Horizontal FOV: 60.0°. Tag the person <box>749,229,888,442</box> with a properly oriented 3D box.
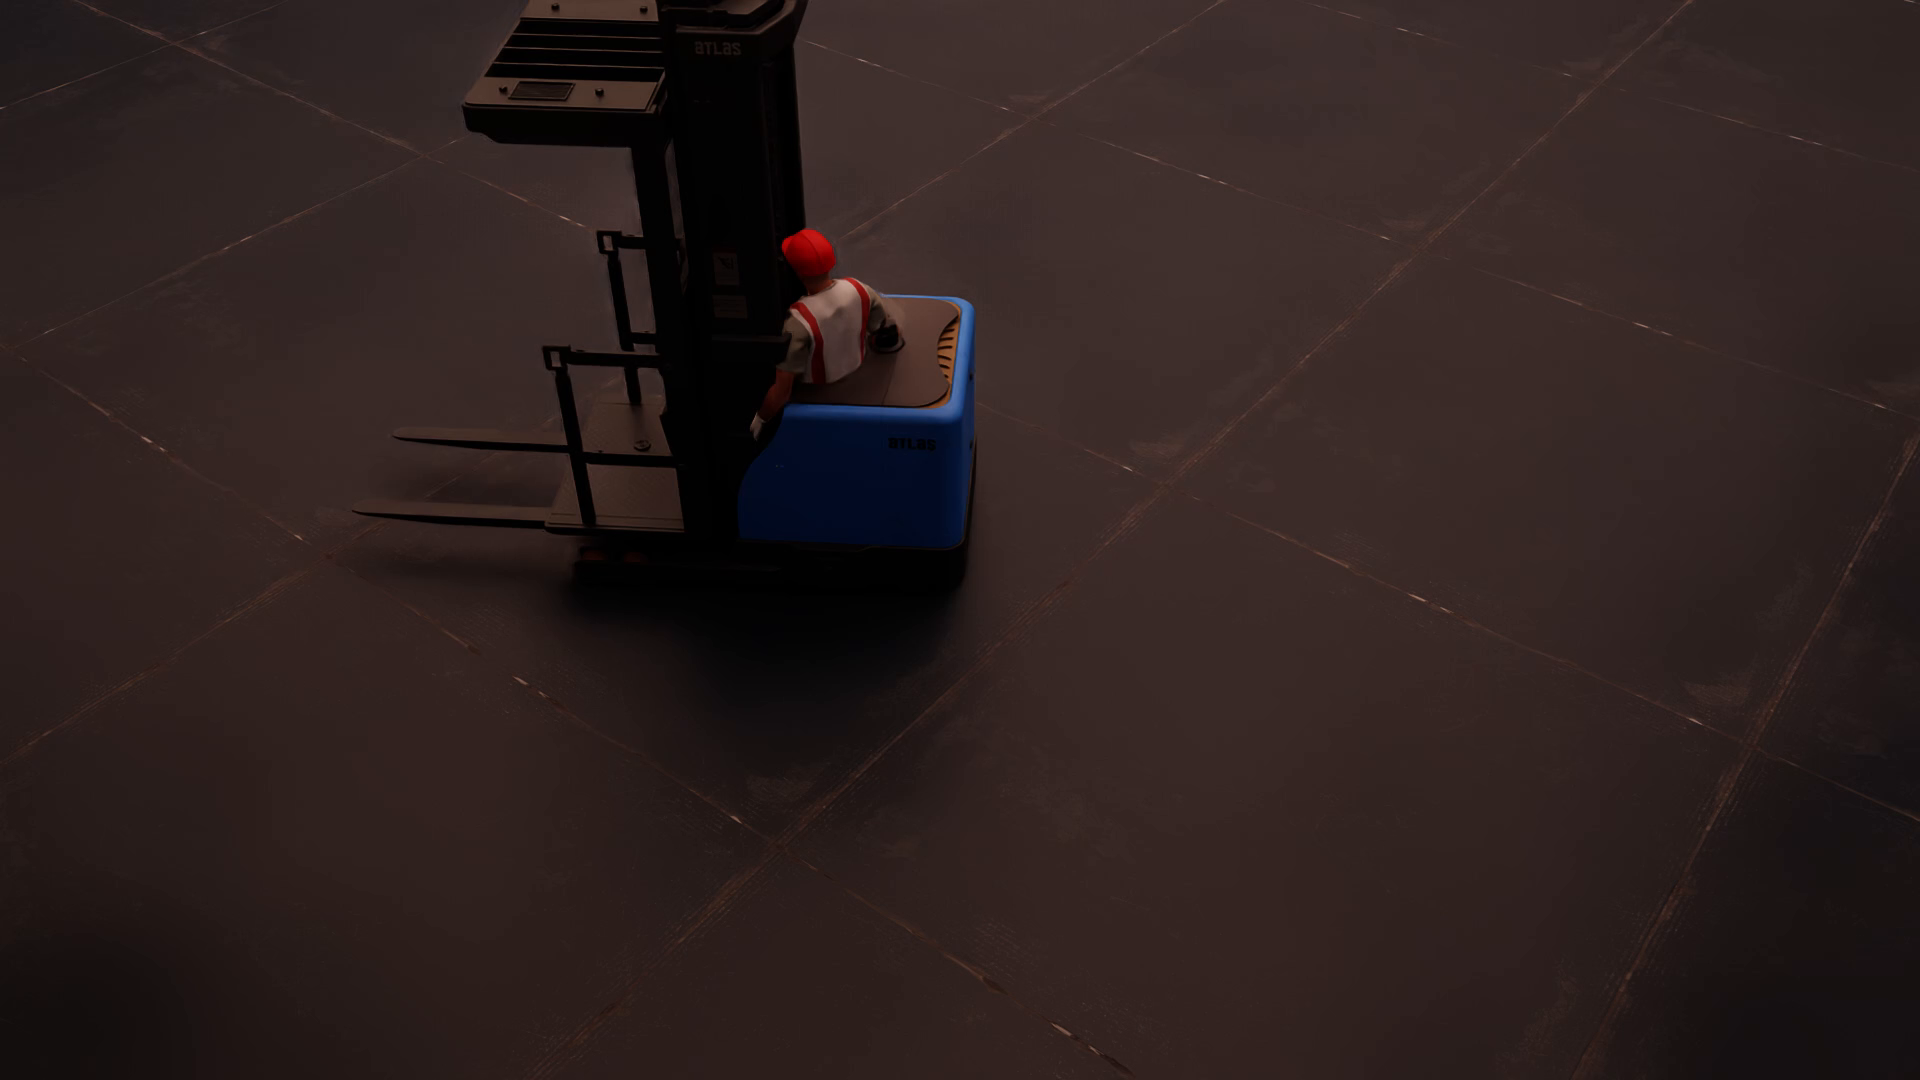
[{"bbox_3d":[-0.747,-0.793,7.807,0.849,1.657,0.708,-30,49,-30],"label":"person"}]

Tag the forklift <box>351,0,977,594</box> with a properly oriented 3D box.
[{"bbox_3d":[-1.456,-1.235,7.523,3.031,2.935,1.130,3,41,3],"label":"forklift"}]
